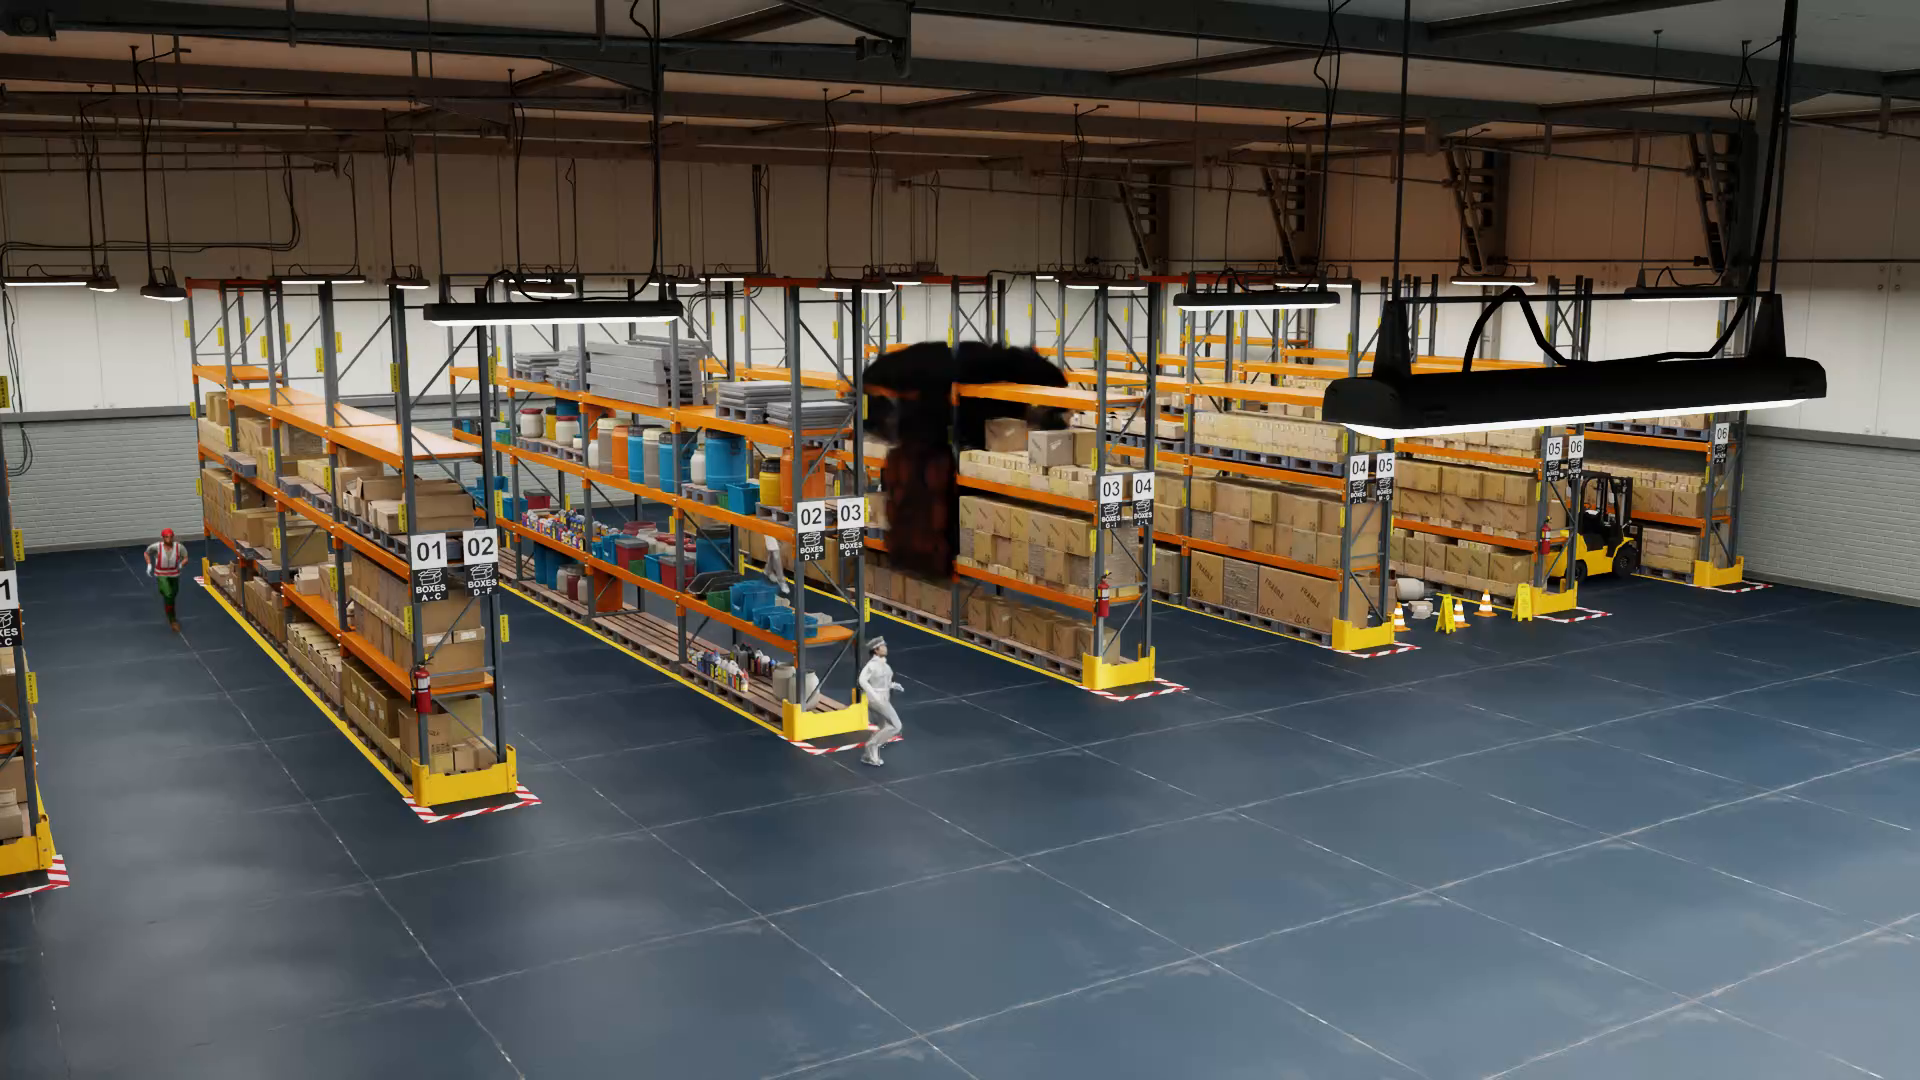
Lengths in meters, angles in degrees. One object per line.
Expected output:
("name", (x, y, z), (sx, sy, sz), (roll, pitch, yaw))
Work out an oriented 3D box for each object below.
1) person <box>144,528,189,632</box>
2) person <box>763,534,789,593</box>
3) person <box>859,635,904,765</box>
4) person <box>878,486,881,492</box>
("person", (-13.755, 0.646, 28.886), (0.667, 1.788, 0.911), (-7, 12, -37))
("person", (-3.476, 0.132, 31.233), (0.753, 1.612, 0.996), (-6, 11, -31))
("person", (-0.981, 2.018, 20.985), (0.542, 1.646, 0.636), (1, 10, 4))
("person", (-1.538, -0.316, 34.421), (0.669, 1.653, 0.858), (-7, 12, -37))
